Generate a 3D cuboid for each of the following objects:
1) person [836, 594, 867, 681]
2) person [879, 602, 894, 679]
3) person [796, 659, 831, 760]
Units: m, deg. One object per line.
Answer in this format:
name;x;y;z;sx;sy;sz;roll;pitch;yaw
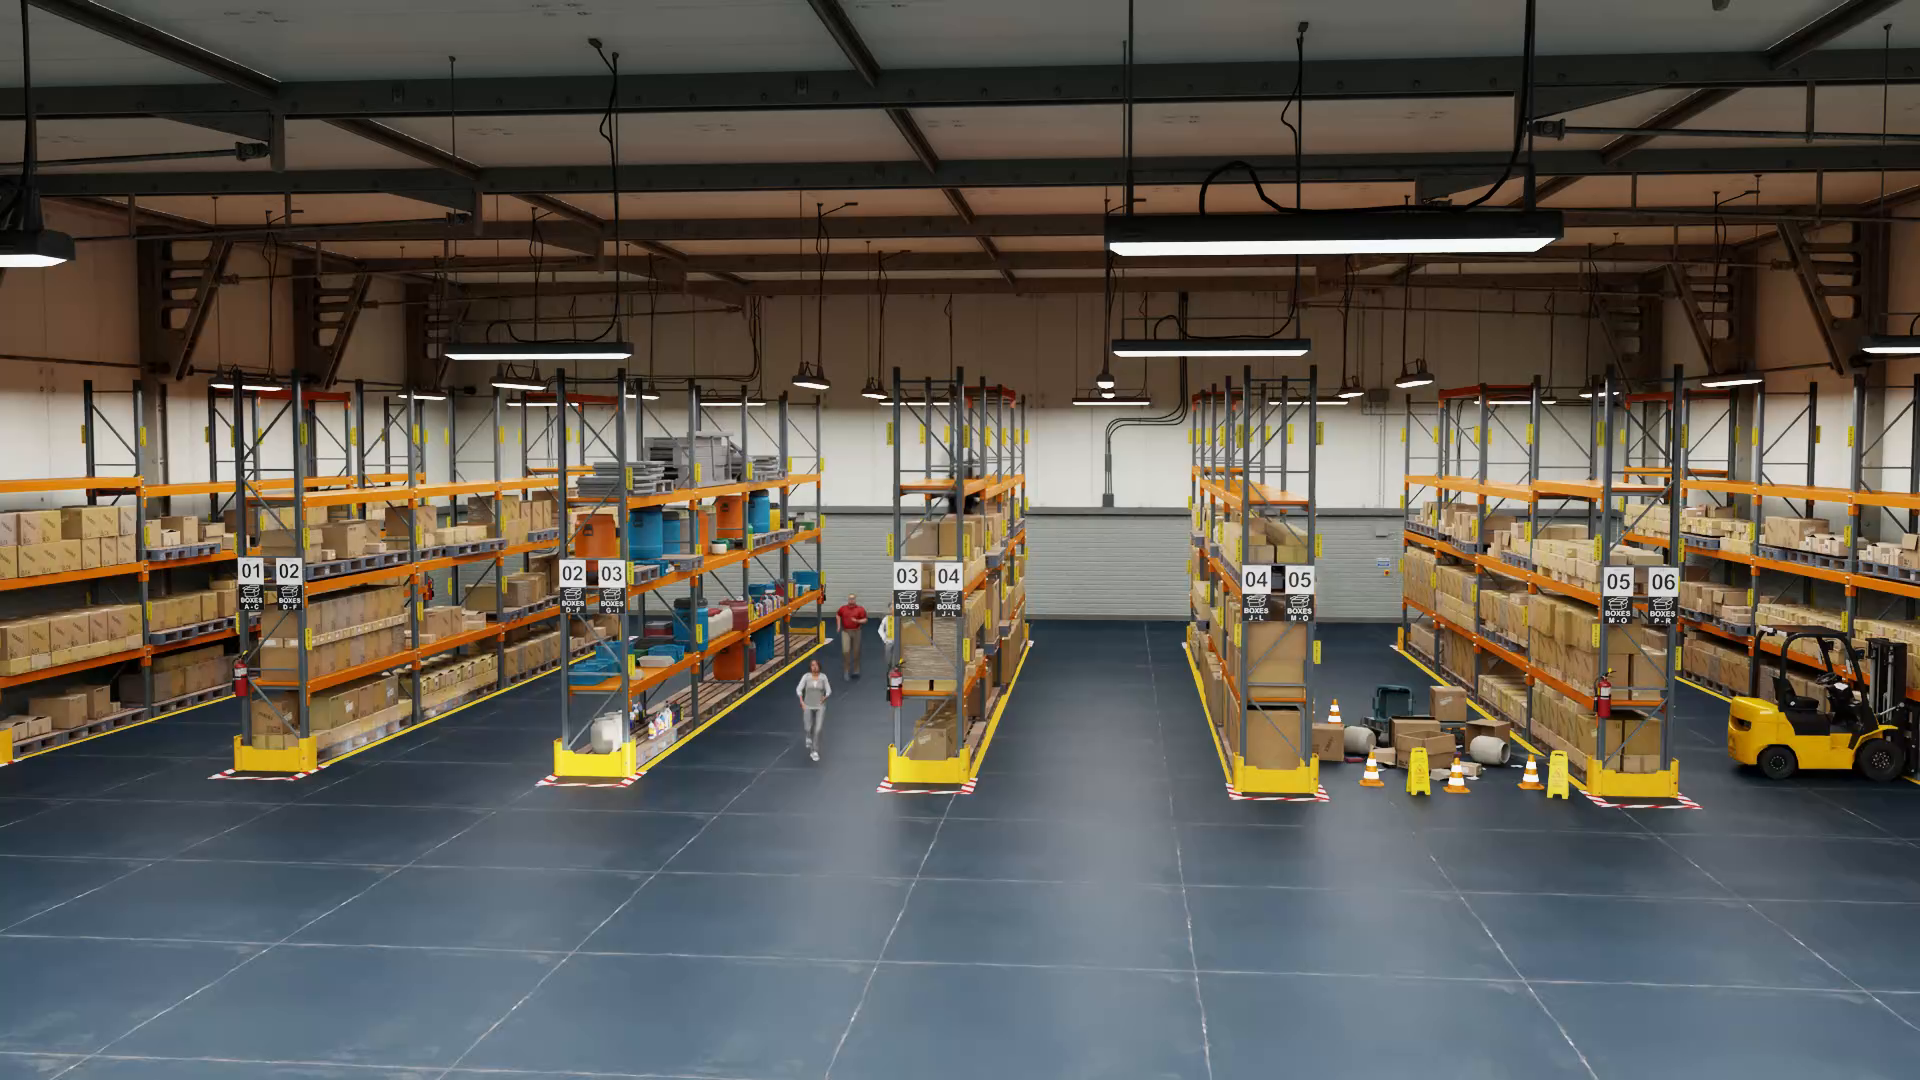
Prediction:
person;-2.240;1.997;34.434;0.643;1.782;0.848;0;4;-3
person;-1.326;2.086;33.644;0.645;1.686;0.667;0;4;5
person;-2.271;2.628;25.883;0.542;1.555;0.570;0;4;-6
